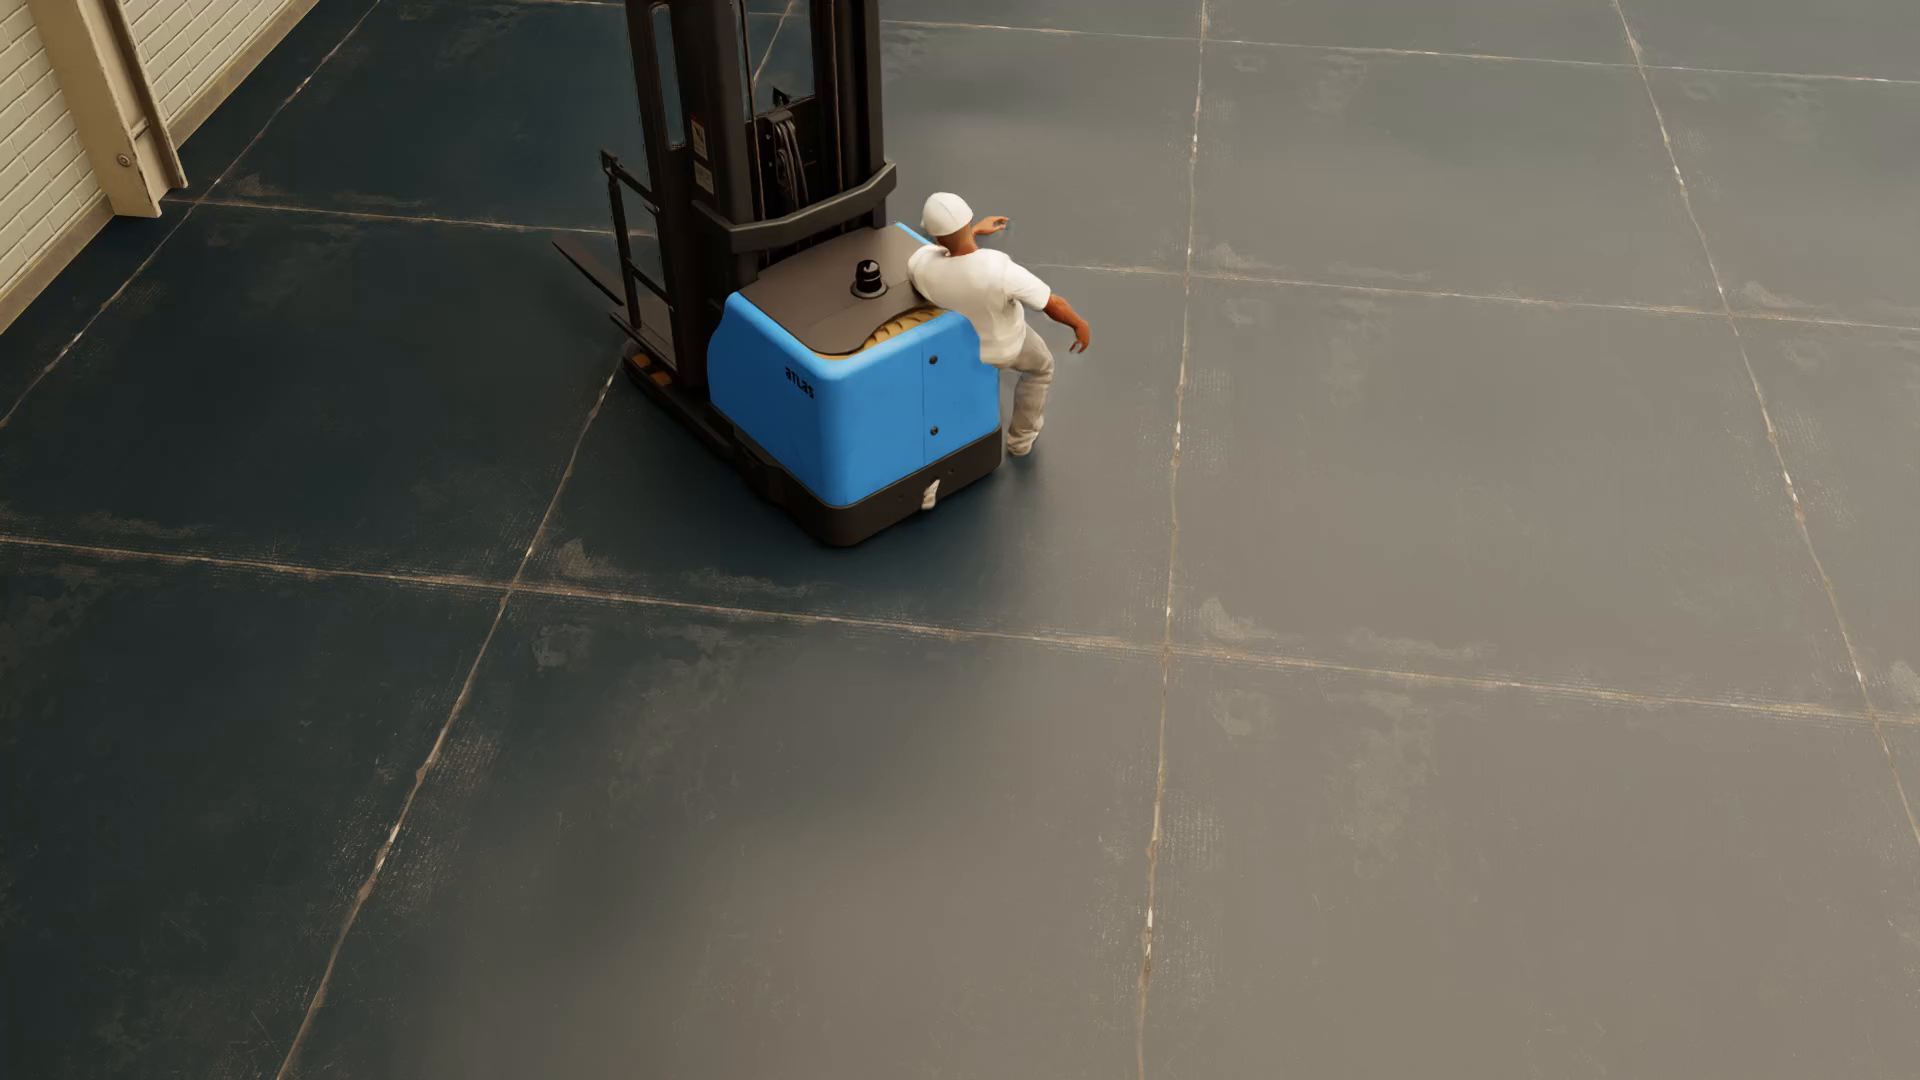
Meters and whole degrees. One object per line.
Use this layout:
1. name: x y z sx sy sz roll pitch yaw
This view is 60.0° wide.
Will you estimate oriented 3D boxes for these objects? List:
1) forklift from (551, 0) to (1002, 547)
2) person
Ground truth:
1. forklift: -1.113 -1.984 7.885 1.130 2.935 3.031 -29 50 -28
2. person: 0.186 -0.968 7.761 0.842 1.633 0.884 2 43 2
